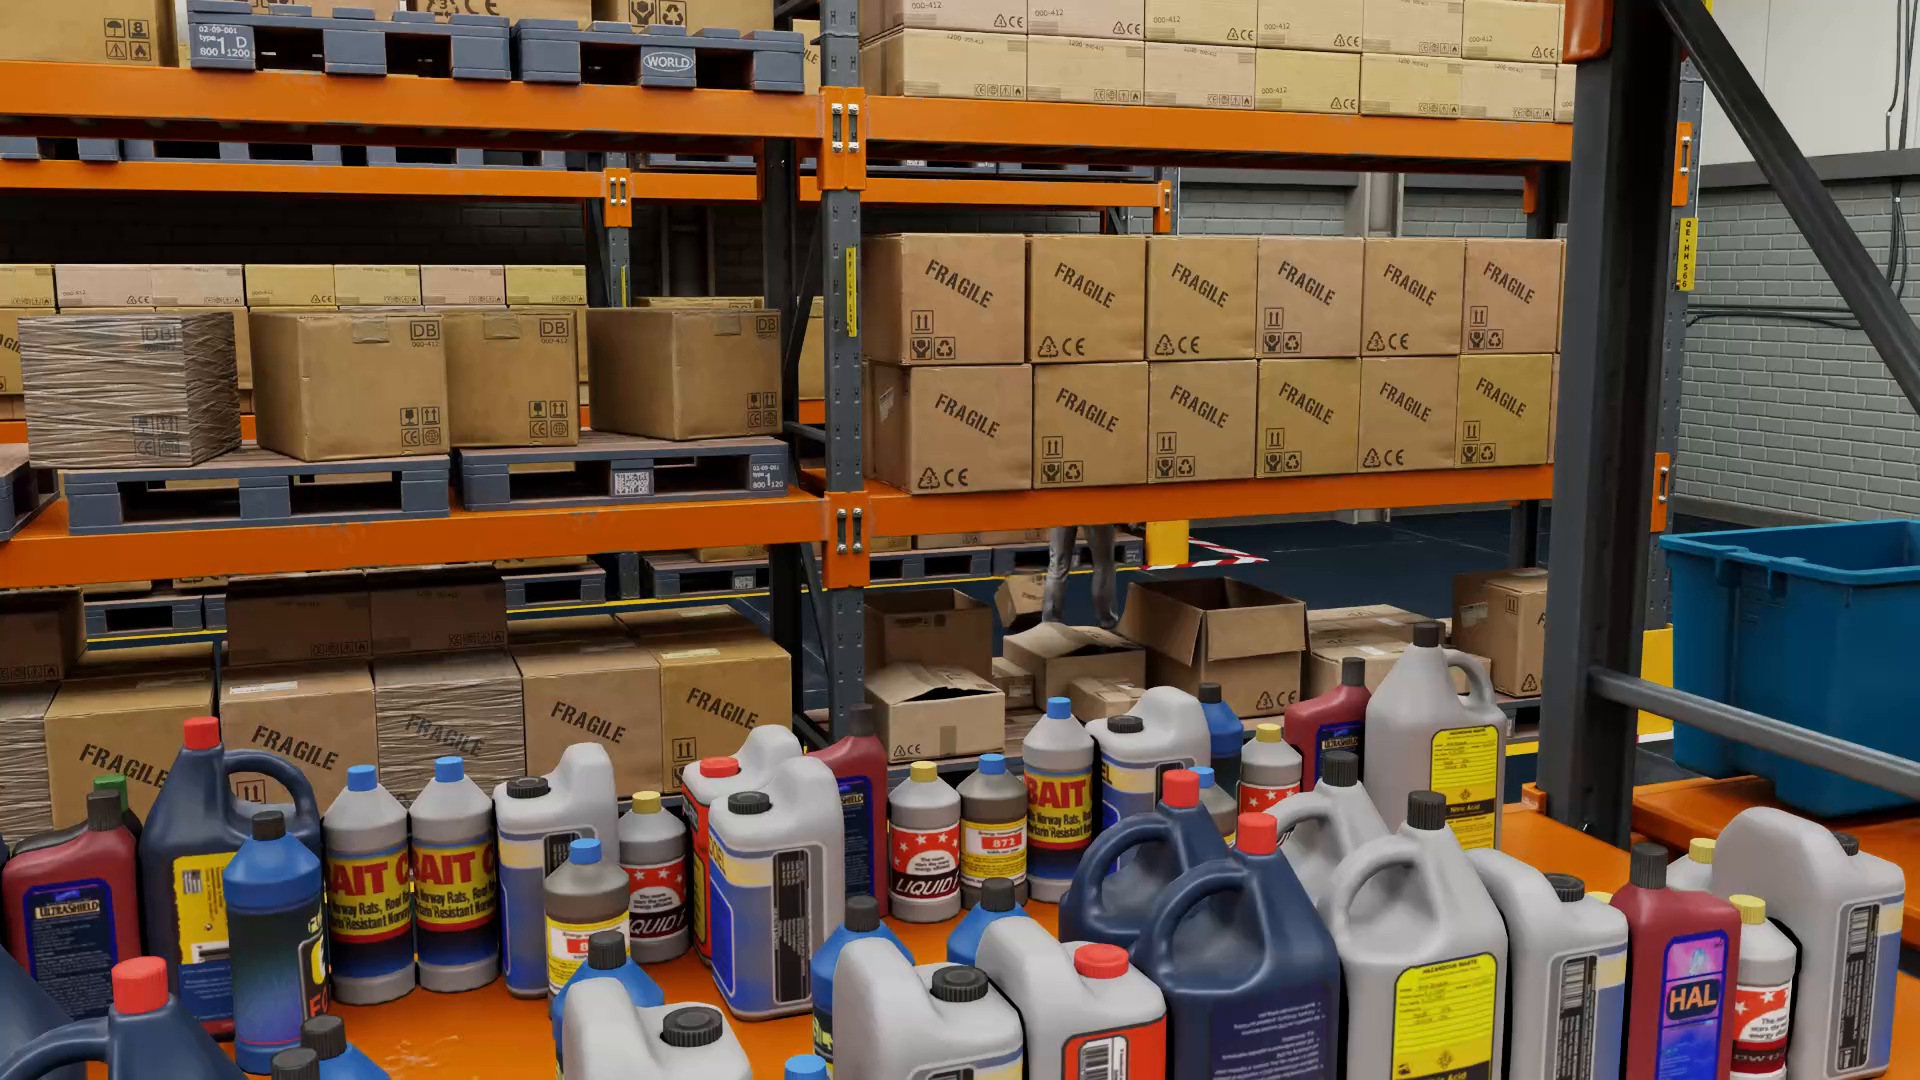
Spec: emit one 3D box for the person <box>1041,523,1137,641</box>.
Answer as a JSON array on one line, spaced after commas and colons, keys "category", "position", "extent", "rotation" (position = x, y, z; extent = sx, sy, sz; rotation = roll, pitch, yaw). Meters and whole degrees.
[{"category": "person", "position": [0.763, -0.221, 9.631], "extent": [0.620, 1.662, 0.612], "rotation": [7, 12, 38]}]
